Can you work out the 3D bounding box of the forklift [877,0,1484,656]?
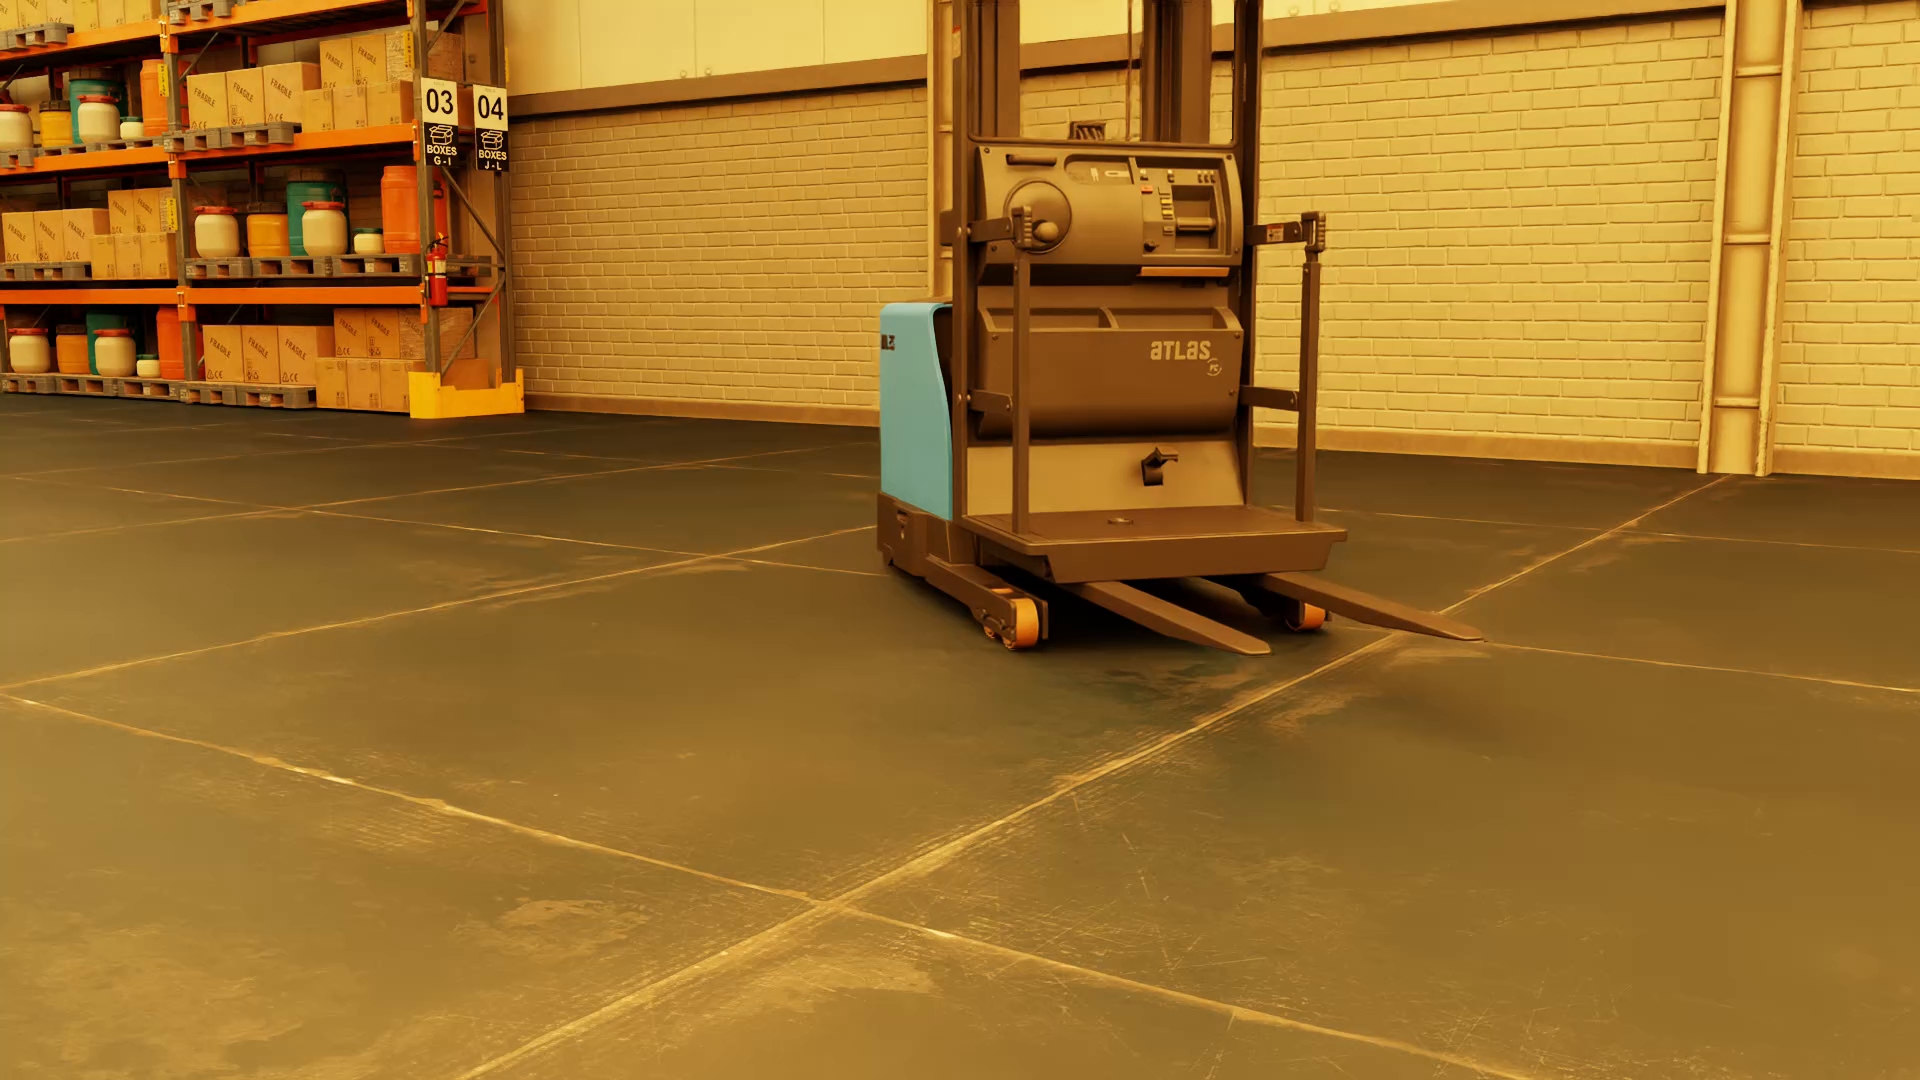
[{"bbox_3d":[0.582,-1.170,5.423,1.130,2.935,3.031,-2,8,-17],"label":"forklift"}]
